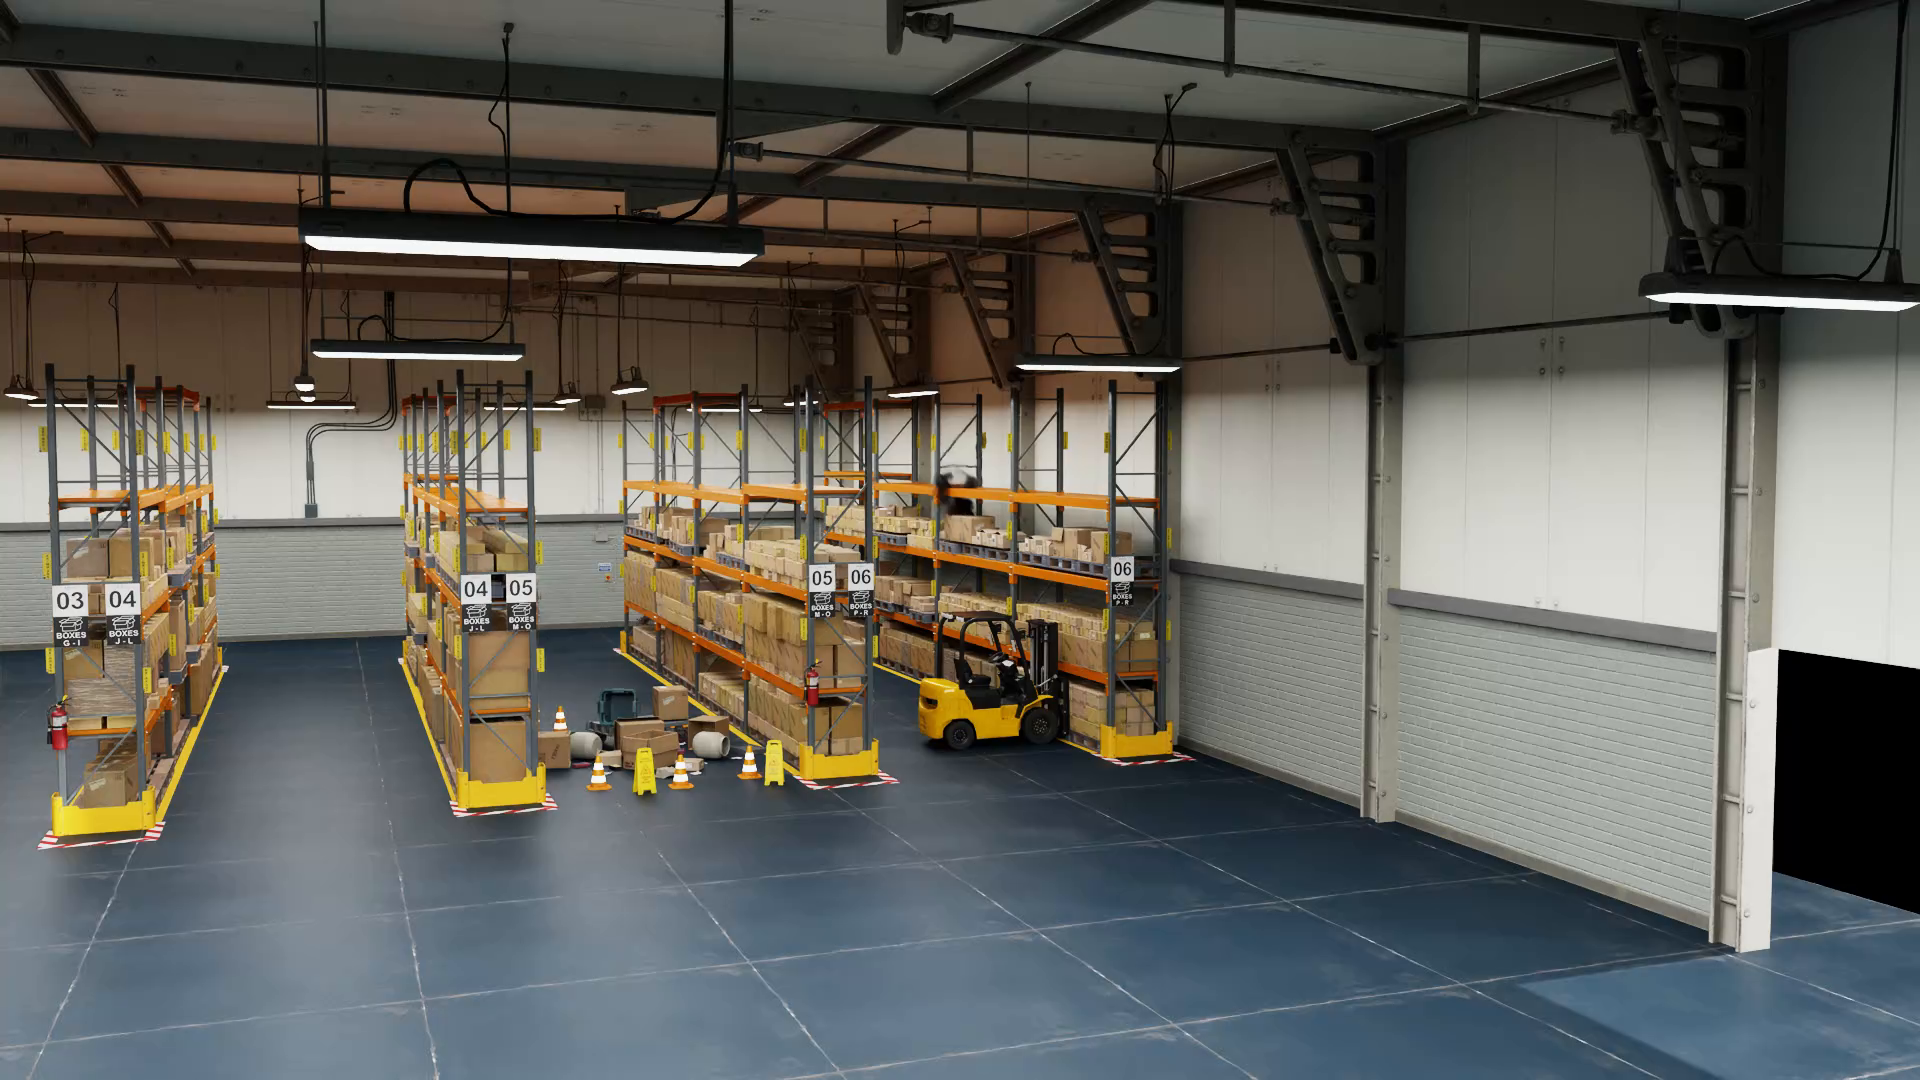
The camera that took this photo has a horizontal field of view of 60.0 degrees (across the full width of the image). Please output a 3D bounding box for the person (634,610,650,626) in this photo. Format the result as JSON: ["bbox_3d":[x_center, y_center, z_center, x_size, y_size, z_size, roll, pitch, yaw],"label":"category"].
[{"bbox_3d":[-7.743,1.773,41.172,0.647,1.687,0.711,1,4,20],"label":"person"}]
